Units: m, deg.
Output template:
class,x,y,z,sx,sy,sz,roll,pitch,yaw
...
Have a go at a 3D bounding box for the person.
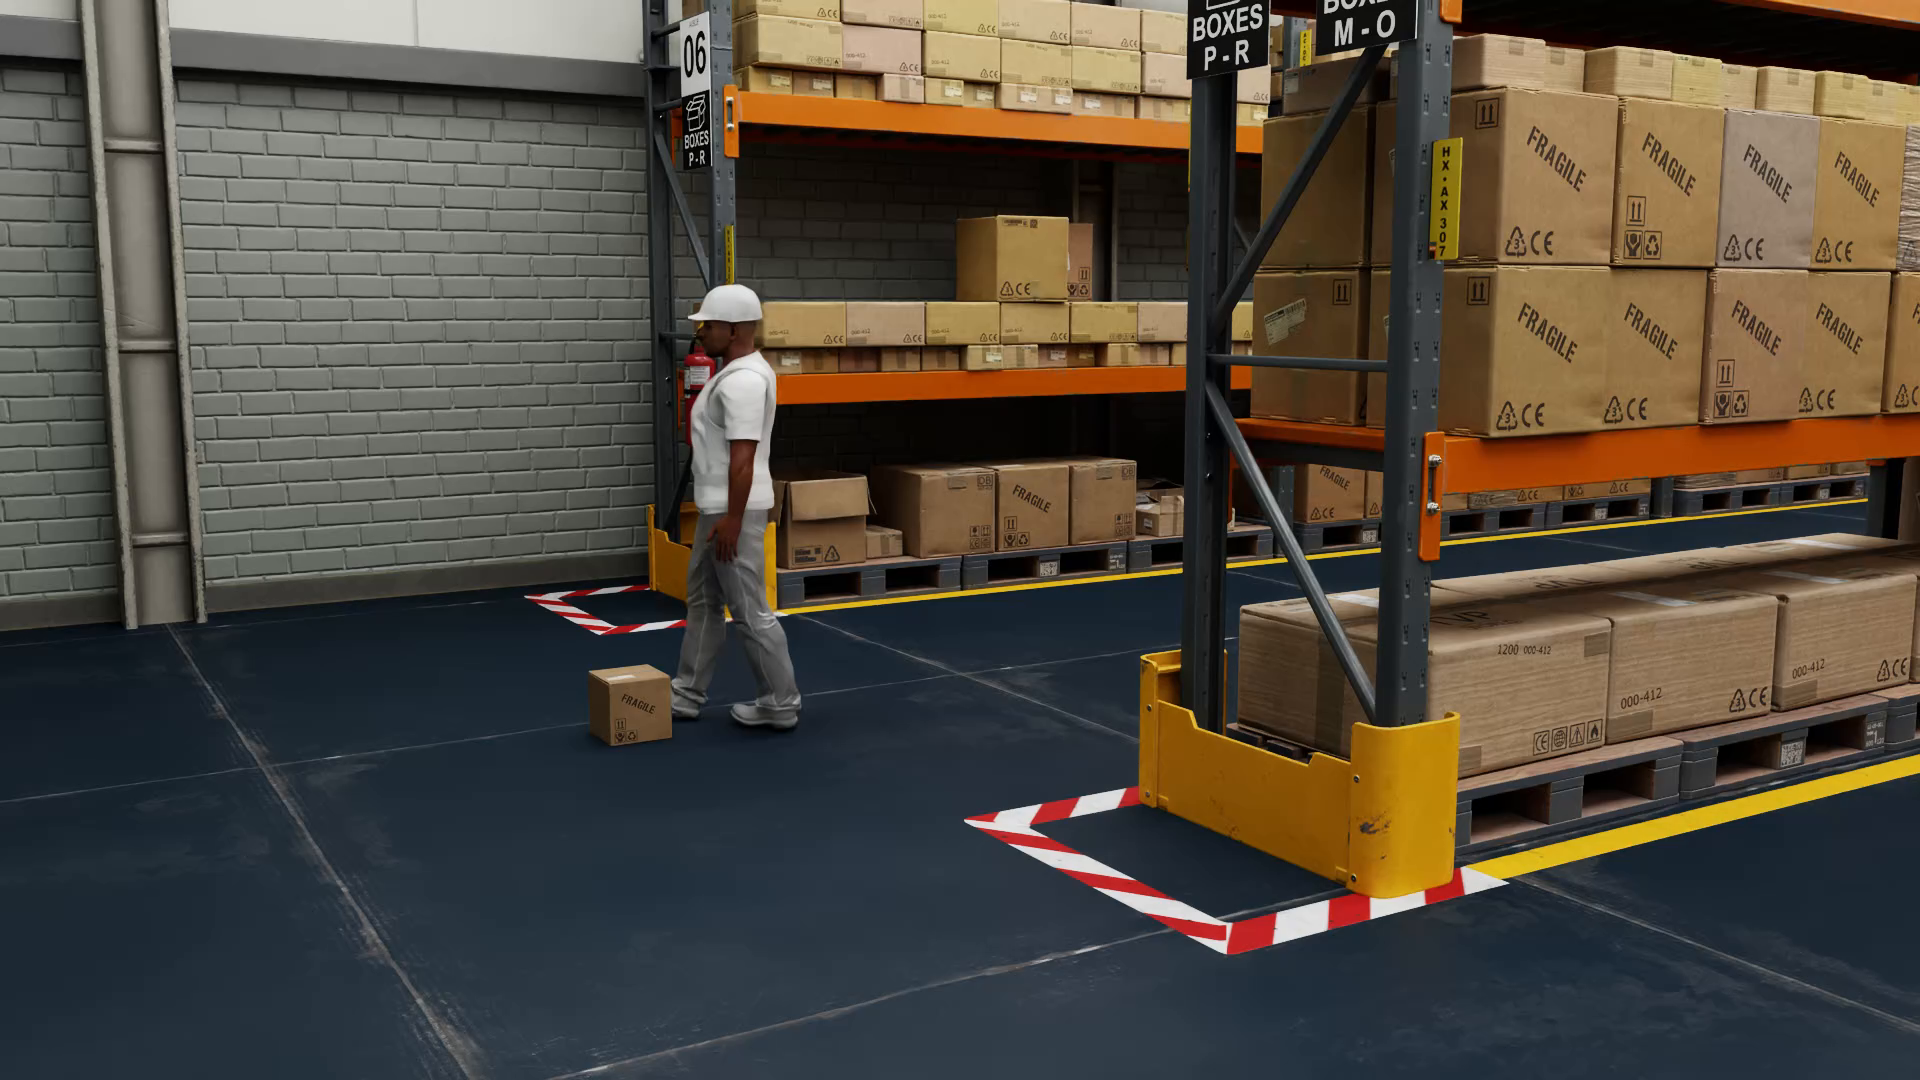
class,x,y,z,sx,sy,sz,roll,pitch,yaw
person,-1.001,-0.125,6.610,0.716,1.761,0.587,-1,8,-6
